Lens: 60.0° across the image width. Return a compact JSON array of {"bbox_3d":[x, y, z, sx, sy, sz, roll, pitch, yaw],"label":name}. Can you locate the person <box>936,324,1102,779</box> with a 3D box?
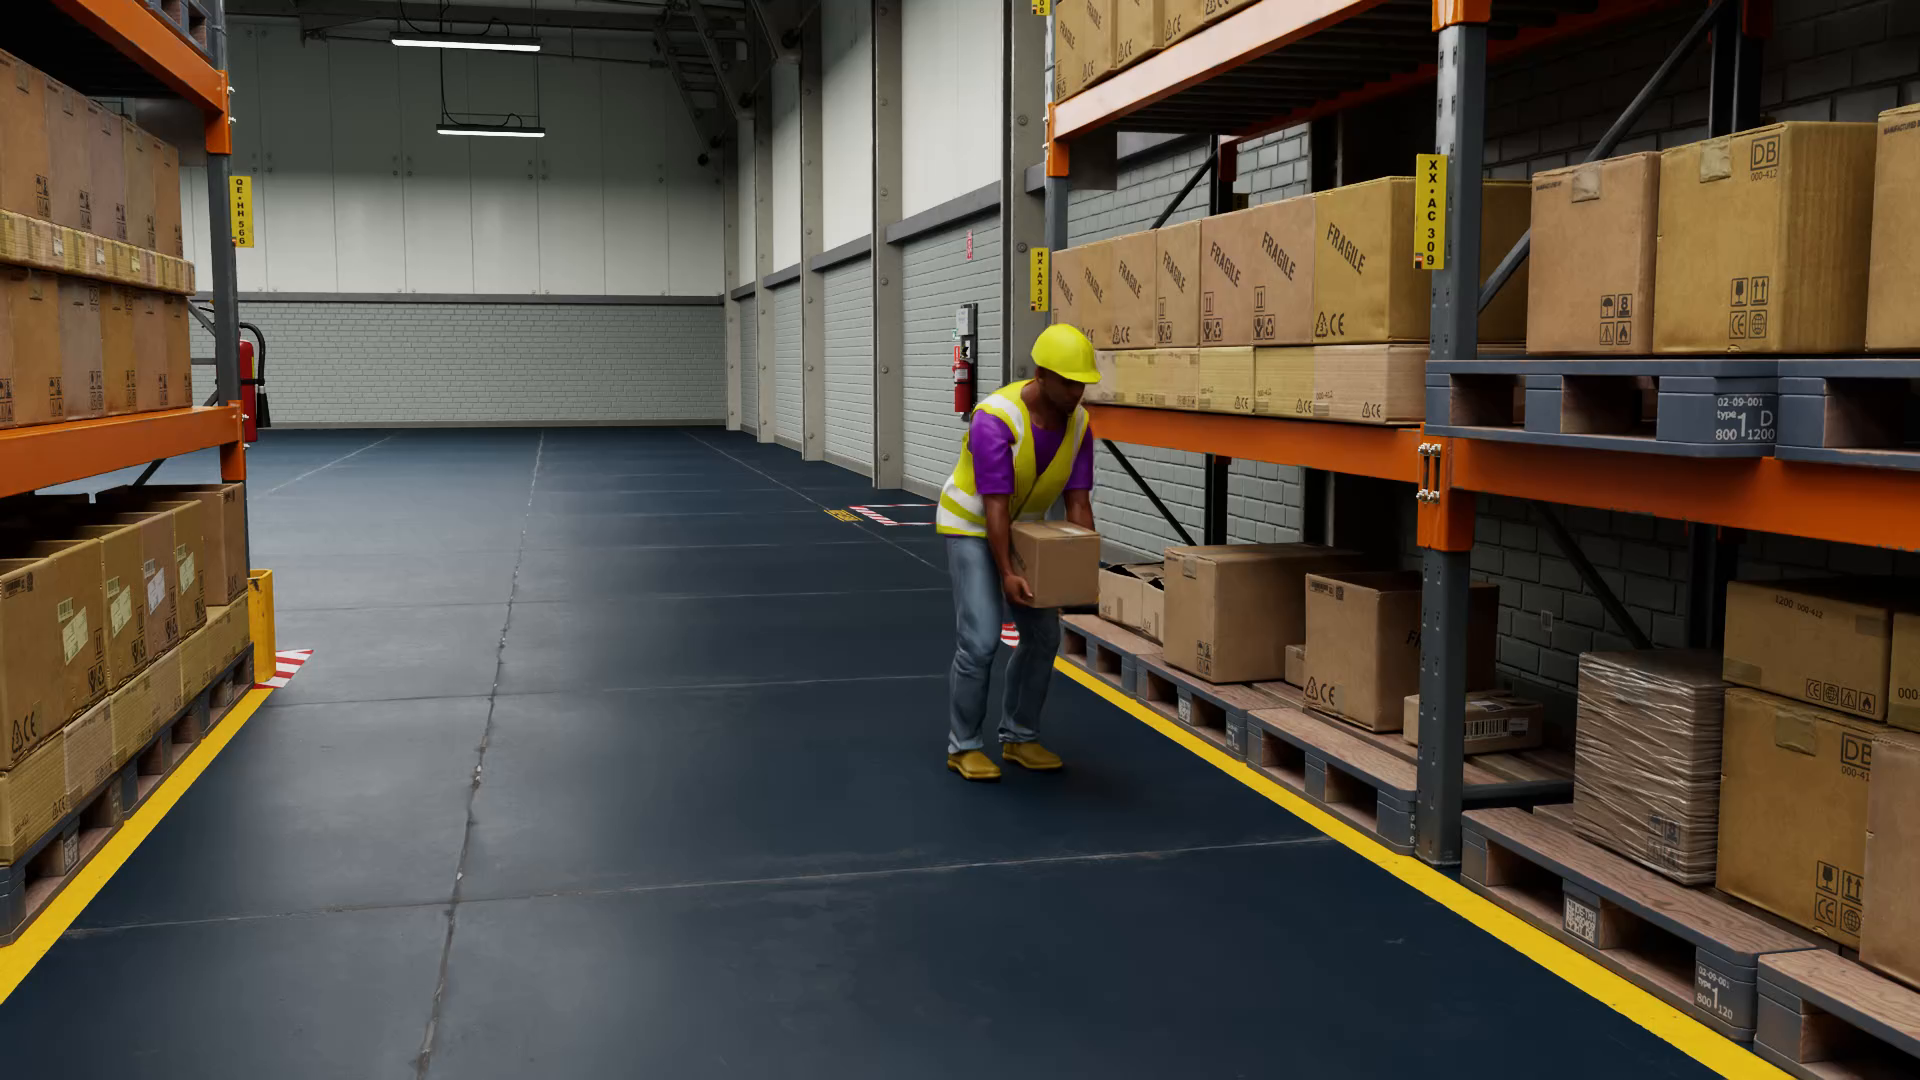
[{"bbox_3d":[0.242,0.049,5.994,0.489,1.634,0.715,-4,7,-32],"label":"person"}]
